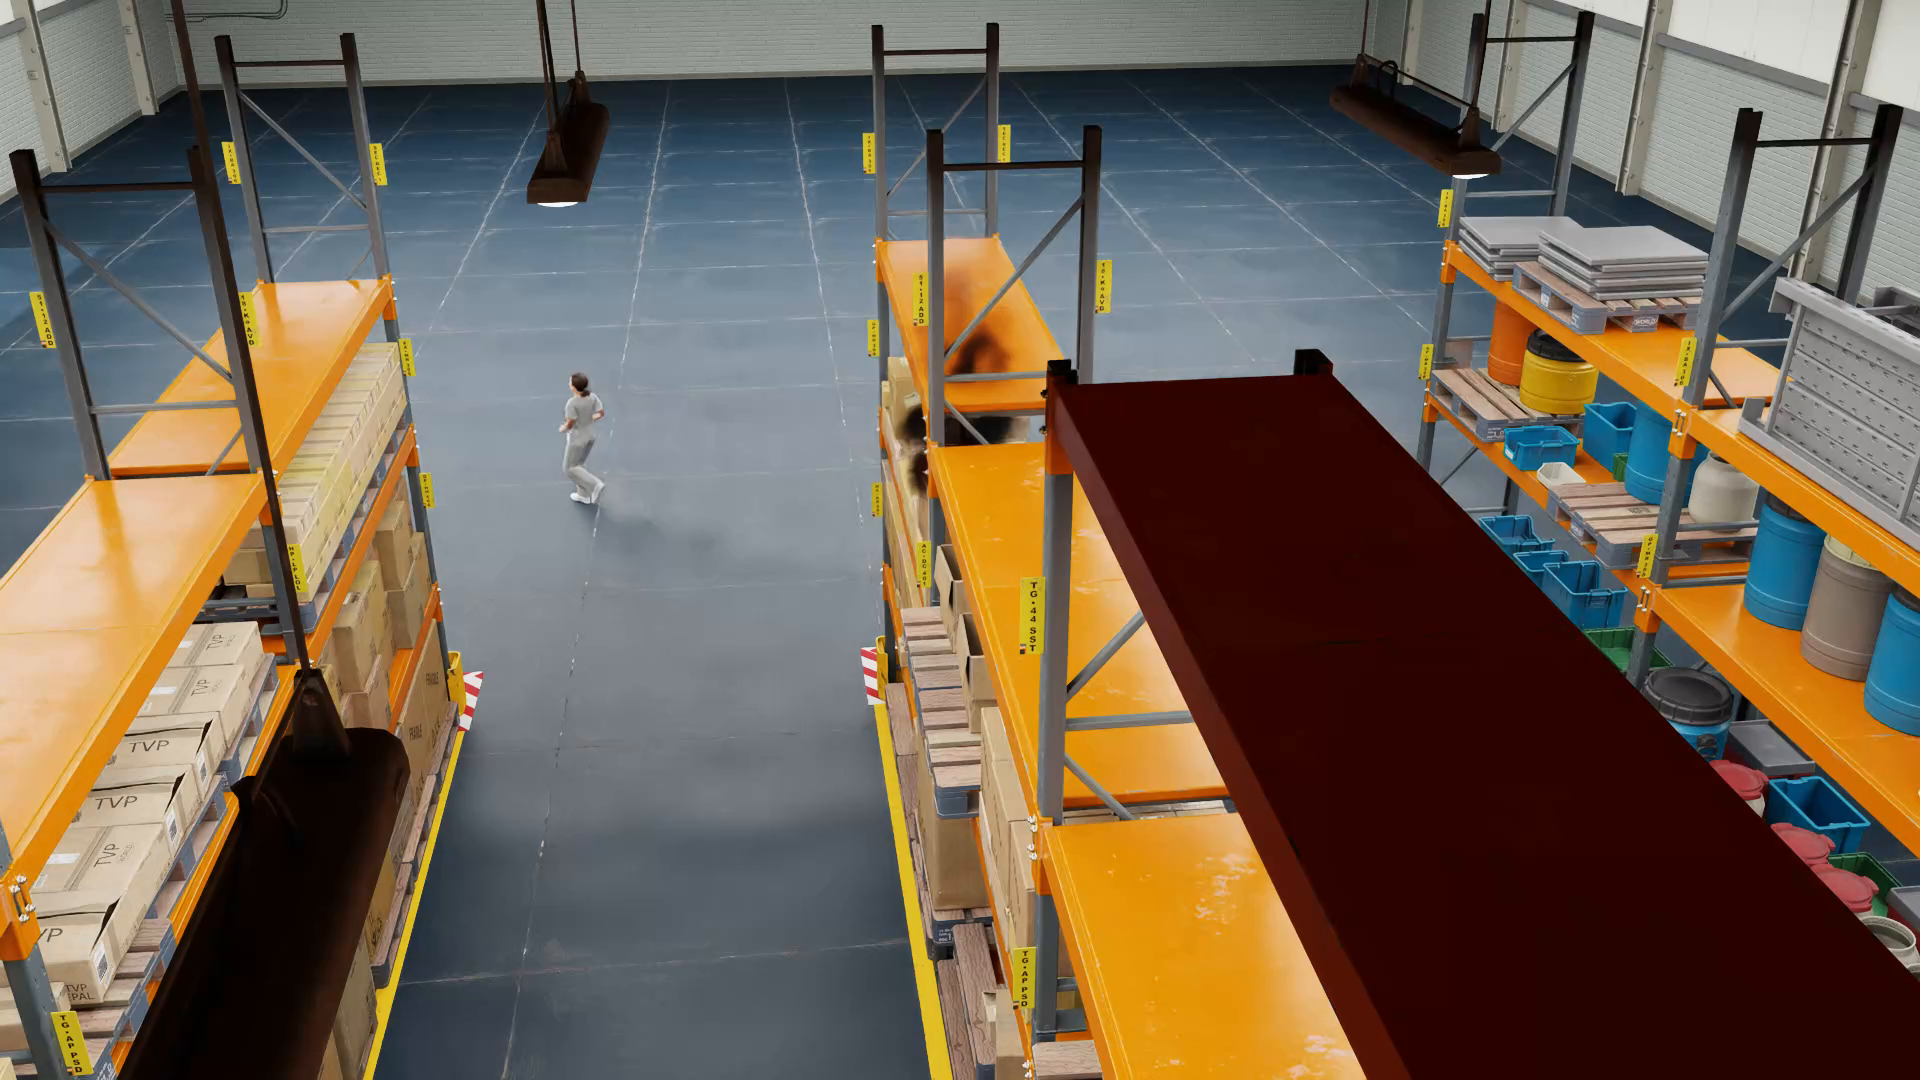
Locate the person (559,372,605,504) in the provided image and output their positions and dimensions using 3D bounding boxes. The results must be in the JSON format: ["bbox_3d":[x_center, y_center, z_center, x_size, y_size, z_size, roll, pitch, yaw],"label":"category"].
[{"bbox_3d":[-4.292,-1.153,19.037,0.625,1.620,0.564,16,30,30],"label":"person"}]
